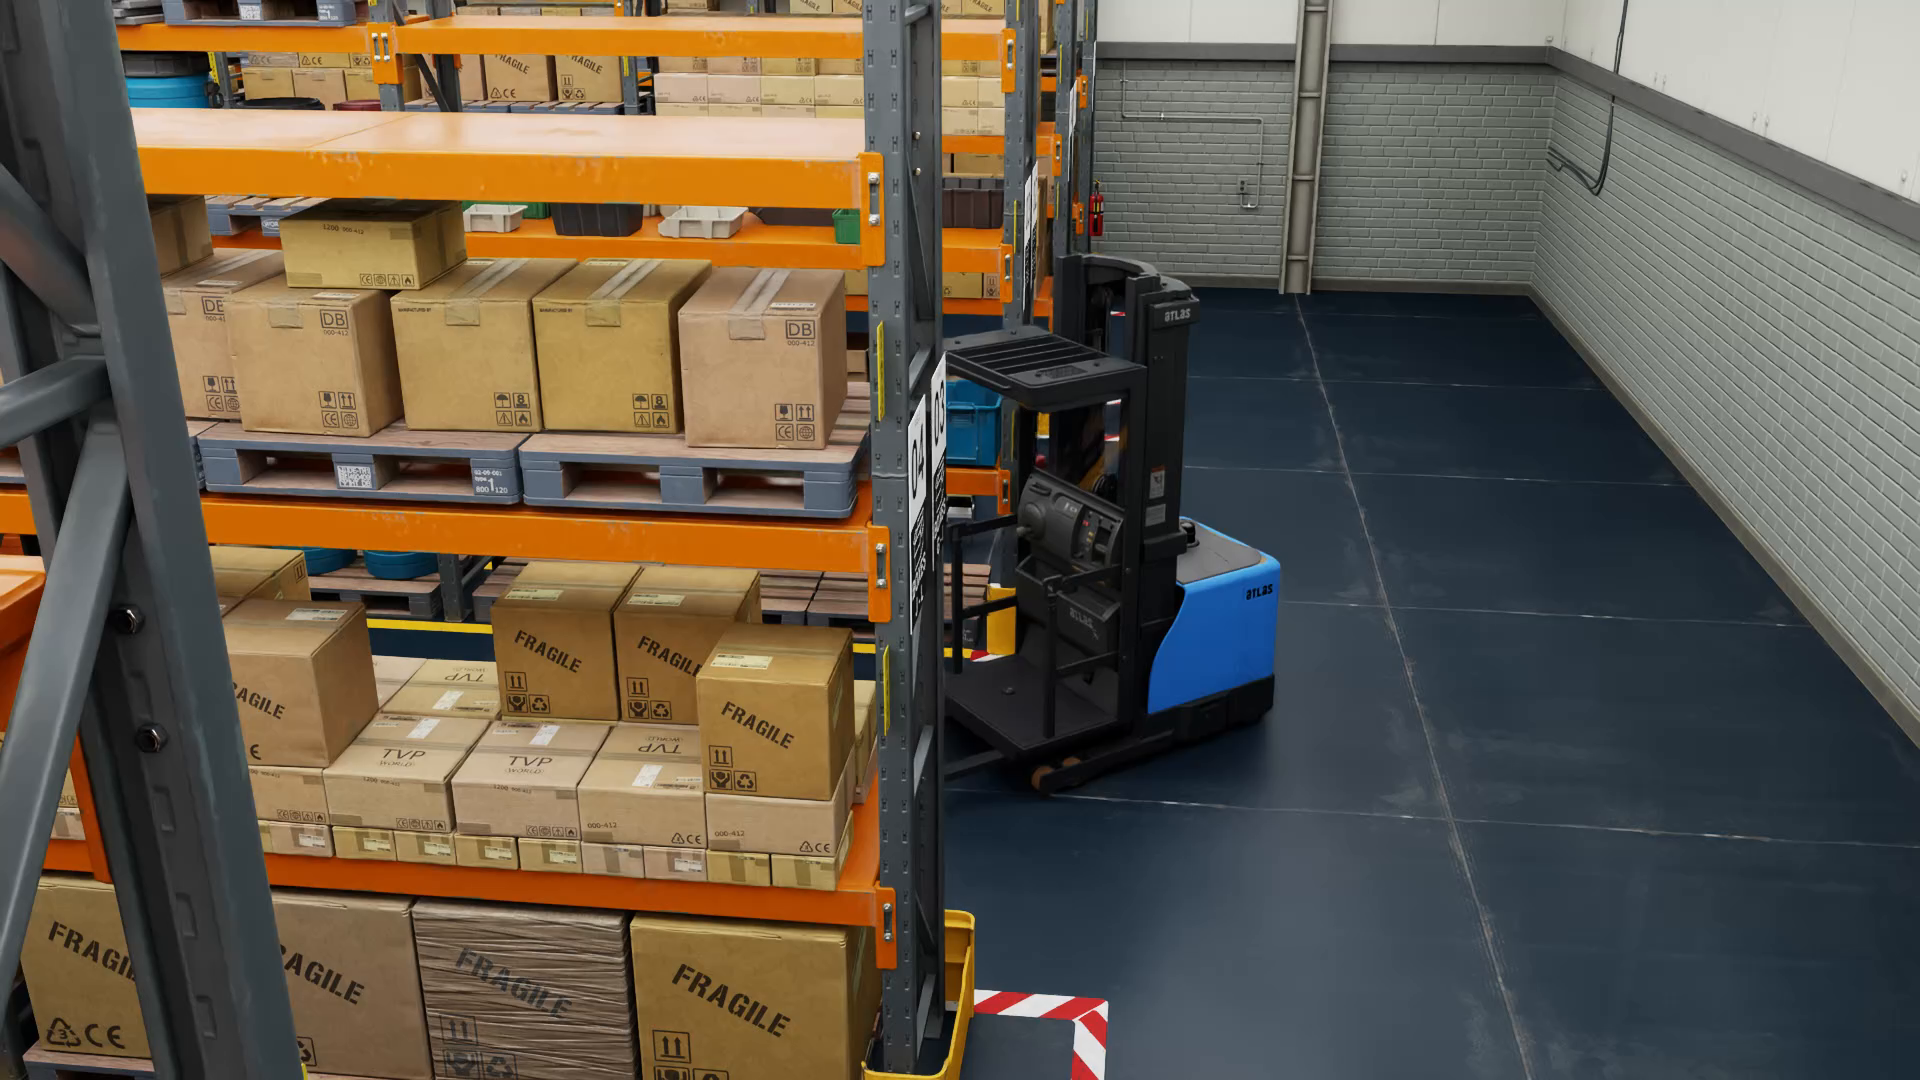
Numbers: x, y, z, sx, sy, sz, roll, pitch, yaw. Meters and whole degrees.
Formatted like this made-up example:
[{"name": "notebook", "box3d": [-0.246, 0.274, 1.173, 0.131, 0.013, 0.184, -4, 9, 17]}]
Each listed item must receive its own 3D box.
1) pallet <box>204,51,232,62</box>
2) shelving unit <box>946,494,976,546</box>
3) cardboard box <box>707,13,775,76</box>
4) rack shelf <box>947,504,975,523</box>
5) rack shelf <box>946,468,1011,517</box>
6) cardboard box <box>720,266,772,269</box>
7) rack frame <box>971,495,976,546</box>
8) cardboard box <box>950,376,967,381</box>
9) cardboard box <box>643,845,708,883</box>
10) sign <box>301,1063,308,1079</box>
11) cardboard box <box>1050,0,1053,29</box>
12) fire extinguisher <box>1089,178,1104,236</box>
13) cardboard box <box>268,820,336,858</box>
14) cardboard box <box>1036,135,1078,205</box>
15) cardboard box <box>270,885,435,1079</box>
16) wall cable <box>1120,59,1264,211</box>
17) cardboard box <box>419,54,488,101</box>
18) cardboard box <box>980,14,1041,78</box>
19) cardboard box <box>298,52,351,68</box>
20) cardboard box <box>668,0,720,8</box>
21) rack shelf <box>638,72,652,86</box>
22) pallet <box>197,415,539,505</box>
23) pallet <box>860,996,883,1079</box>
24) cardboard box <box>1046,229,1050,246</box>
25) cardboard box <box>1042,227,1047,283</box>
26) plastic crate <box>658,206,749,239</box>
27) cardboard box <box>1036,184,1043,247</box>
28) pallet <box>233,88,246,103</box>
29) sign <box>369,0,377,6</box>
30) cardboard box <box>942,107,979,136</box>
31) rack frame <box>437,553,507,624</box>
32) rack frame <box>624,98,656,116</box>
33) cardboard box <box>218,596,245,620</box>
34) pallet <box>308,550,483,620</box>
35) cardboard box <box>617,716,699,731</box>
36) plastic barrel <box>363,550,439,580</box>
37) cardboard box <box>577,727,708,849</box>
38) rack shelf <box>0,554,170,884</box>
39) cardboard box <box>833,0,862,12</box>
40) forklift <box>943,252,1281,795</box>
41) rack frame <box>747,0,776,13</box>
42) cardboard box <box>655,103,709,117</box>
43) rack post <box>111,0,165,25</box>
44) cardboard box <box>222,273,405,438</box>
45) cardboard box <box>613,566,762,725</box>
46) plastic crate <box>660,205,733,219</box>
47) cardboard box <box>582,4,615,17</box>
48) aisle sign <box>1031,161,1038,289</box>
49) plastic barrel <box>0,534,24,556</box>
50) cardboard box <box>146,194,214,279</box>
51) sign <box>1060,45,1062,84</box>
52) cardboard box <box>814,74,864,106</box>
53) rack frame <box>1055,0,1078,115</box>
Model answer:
[{"name": "pallet", "box3d": [-9.757, -6.186, 21.182, 1.003, 0.211, 1.213, 2, 22, 6]}, {"name": "shelving unit", "box3d": [0.008, -0.418, 13.273, 0.210, 0.900, 0.258, 2, 22, 6]}, {"name": "cardboard box", "box3d": [-2.025, -4.615, 15.457, 0.500, 0.500, 0.700, 2, 22, 6]}, {"name": "rack shelf", "box3d": [0.008, -0.220, 13.352, 0.200, 0.077, 0.258, 2, 22, 6]}, {"name": "rack shelf", "box3d": [-1.593, -0.560, 11.754, 4.000, 0.370, 1.077, 2, 22, 6]}, {"name": "cardboard box", "box3d": [-2.009, -2.693, 16.035, 0.500, 0.500, 0.500, 3, 22, 7]}, {"name": "rack frame", "box3d": [0.109, -0.414, 13.262, 0.006, 0.900, 0.240, 2, 22, 6]}, {"name": "cardboard box", "box3d": [0.020, -1.487, 16.376, 0.250, 0.166, 0.380, 2, 22, 6]}, {"name": "cardboard box", "box3d": [-1.090, 1.200, 6.665, 0.250, 0.149, 0.380, 3, 22, 6]}, {"name": "sign", "box3d": [-0.810, 0.808, 2.048, 0.005, 0.325, 0.100, 2, 22, 6]}, {"name": "cardboard box", "box3d": [0.863, -6.460, 20.097, 0.500, 0.500, 0.500, 2, 22, 4]}, {"name": "fire extinguisher", "box3d": [1.655, -4.040, 20.192, 0.183, 0.674, 0.296, 2, 22, 6]}, {"name": "cardboard box", "box3d": [-2.620, 1.135, 6.832, 0.250, 0.149, 0.380, 3, 22, 7]}, {"name": "cardboard box", "box3d": [1.052, -4.583, 20.543, 0.700, 0.700, 0.980, 3, 22, 9]}, {"name": "cardboard box", "box3d": [-2.622, 1.717, 7.335, 0.875, 0.875, 0.875, 2, 22, 6]}, {"name": "wall cable", "box3d": [2.942, -5.187, 21.098, 1.851, 1.984, 0.084, 2, 22, 6]}, {"name": "cardboard box", "box3d": [-4.808, -4.578, 16.016, 0.600, 0.600, 0.600, 2, 22, 4]}, {"name": "cardboard box", "box3d": [0.468, -4.539, 15.264, 0.500, 0.500, 0.700, 2, 22, 6]}, {"name": "cardboard box", "box3d": [-6.025, -4.825, 15.989, 0.500, 0.500, 0.500, 2, 22, 6]}, {"name": "cardboard box", "box3d": [-3.271, -6.678, 20.418, 0.500, 0.250, 0.500, 4, 22, 10]}, {"name": "rack shelf", "box3d": [-4.399, -5.745, 20.789, 4.000, 0.370, 1.077, 2, 22, 6]}, {"name": "pallet", "box3d": [-2.142, -0.433, 6.496, 1.213, 0.211, 1.003, 2, 22, 6]}, {"name": "pallet", "box3d": [-0.993, 2.292, 7.356, 1.213, 0.211, 1.003, 2, 22, 6]}, {"name": "cardboard box", "box3d": [1.000, -3.821, 20.970, 0.250, 0.149, 0.380, 3, 22, 7]}, {"name": "cardboard box", "box3d": [0.571, -2.778, 16.250, 0.500, 0.500, 0.500, 3, 22, 7]}, {"name": "plastic crate", "box3d": [-1.688, -2.079, 10.897, 0.530, 0.136, 0.437, 2, 22, 6]}, {"name": "cardboard box", "box3d": [0.506, -3.046, 15.569, 0.500, 0.500, 0.500, 2, 22, 6]}, {"name": "pallet", "box3d": [-7.649, -4.266, 16.327, 1.003, 0.211, 1.213, 3, 22, 9]}, {"name": "sign", "box3d": [-3.645, -3.473, 10.268, 0.005, 0.325, 0.100, 2, 22, 6]}, {"name": "cardboard box", "box3d": [-0.056, -3.893, 15.330, 0.500, 0.250, 0.500, 2, 22, 6]}, {"name": "rack frame", "box3d": [-3.579, -0.981, 11.840, 0.127, 3.000, 1.000, 2, 22, 6]}, {"name": "rack frame", "box3d": [-2.992, -2.789, 16.414, 0.127, 3.000, 1.000, 2, 22, 6]}, {"name": "cardboard box", "box3d": [-3.228, 0.549, 6.752, 0.500, 0.500, 0.500, 2, 22, 6]}, {"name": "pallet", "box3d": [-4.340, 0.268, 12.476, 1.213, 0.211, 1.003, 2, 22, 6]}, {"name": "cardboard box", "box3d": [-1.151, 0.793, 7.154, 0.500, 0.250, 0.500, 2, 22, 6]}, {"name": "plastic barrel", "box3d": [-4.117, -0.230, 12.224, 0.708, 0.901, 0.600, 2, 22, 6]}, {"name": "cardboard box", "box3d": [-1.205, 0.986, 6.666, 0.500, 0.250, 0.500, 2, 22, 5]}, {"name": "rack shelf", "box3d": [-2.859, 0.267, 1.508, 4.000, 0.370, 1.077, 2, 22, 6]}, {"name": "cardboard box", "box3d": [-1.227, -6.360, 19.845, 0.500, 0.500, 0.500, 2, 22, 5]}, {"name": "forklift", "box3d": [0.471, -0.099, 9.704, 3.031, 2.935, 1.130, -13, 25, -30]}, {"name": "rack frame", "box3d": [-2.413, -7.388, 19.887, 0.127, 3.000, 1.000, 2, 22, 6]}, {"name": "cardboard box", "box3d": [-2.538, -4.003, 15.609, 0.500, 0.250, 0.500, 2, 22, 6]}, {"name": "rack post", "box3d": [-5.604, -3.579, 10.933, 0.954, 0.300, 0.937, 5, 22, 12]}, {"name": "cardboard box", "box3d": [-2.341, -0.744, 6.319, 0.500, 0.500, 0.700, 3, 22, 9]}, {"name": "cardboard box", "box3d": [-1.131, 0.442, 7.020, 0.500, 0.500, 0.500, 2, 22, 5]}, {"name": "plastic crate", "box3d": [-1.771, -2.356, 11.400, 0.530, 0.282, 0.437, 2, 22, 6]}, {"name": "cardboard box", "box3d": [-4.324, -6.367, 20.652, 0.500, 0.500, 0.700, 2, 22, 6]}, {"name": "aisle sign", "box3d": [0.500, -2.122, 11.191, 0.004, 0.787, 0.394, 2, 22, 6]}, {"name": "plastic barrel", "box3d": [-7.063, -0.325, 12.562, 0.708, 0.830, 0.600, 2, 22, 6]}, {"name": "cardboard box", "box3d": [-3.228, -1.161, 6.354, 0.500, 0.250, 0.500, 1, 22, 3]}, {"name": "sign", "box3d": [0.895, -4.221, 14.752, 0.005, 0.325, 0.100, 2, 22, 6]}, {"name": "cardboard box", "box3d": [-1.050, -4.166, 15.343, 0.500, 0.250, 0.500, 2, 22, 6]}, {"name": "rack frame", "box3d": [0.980, -5.406, 14.874, 0.127, 3.000, 1.000, 2, 22, 6]}]
